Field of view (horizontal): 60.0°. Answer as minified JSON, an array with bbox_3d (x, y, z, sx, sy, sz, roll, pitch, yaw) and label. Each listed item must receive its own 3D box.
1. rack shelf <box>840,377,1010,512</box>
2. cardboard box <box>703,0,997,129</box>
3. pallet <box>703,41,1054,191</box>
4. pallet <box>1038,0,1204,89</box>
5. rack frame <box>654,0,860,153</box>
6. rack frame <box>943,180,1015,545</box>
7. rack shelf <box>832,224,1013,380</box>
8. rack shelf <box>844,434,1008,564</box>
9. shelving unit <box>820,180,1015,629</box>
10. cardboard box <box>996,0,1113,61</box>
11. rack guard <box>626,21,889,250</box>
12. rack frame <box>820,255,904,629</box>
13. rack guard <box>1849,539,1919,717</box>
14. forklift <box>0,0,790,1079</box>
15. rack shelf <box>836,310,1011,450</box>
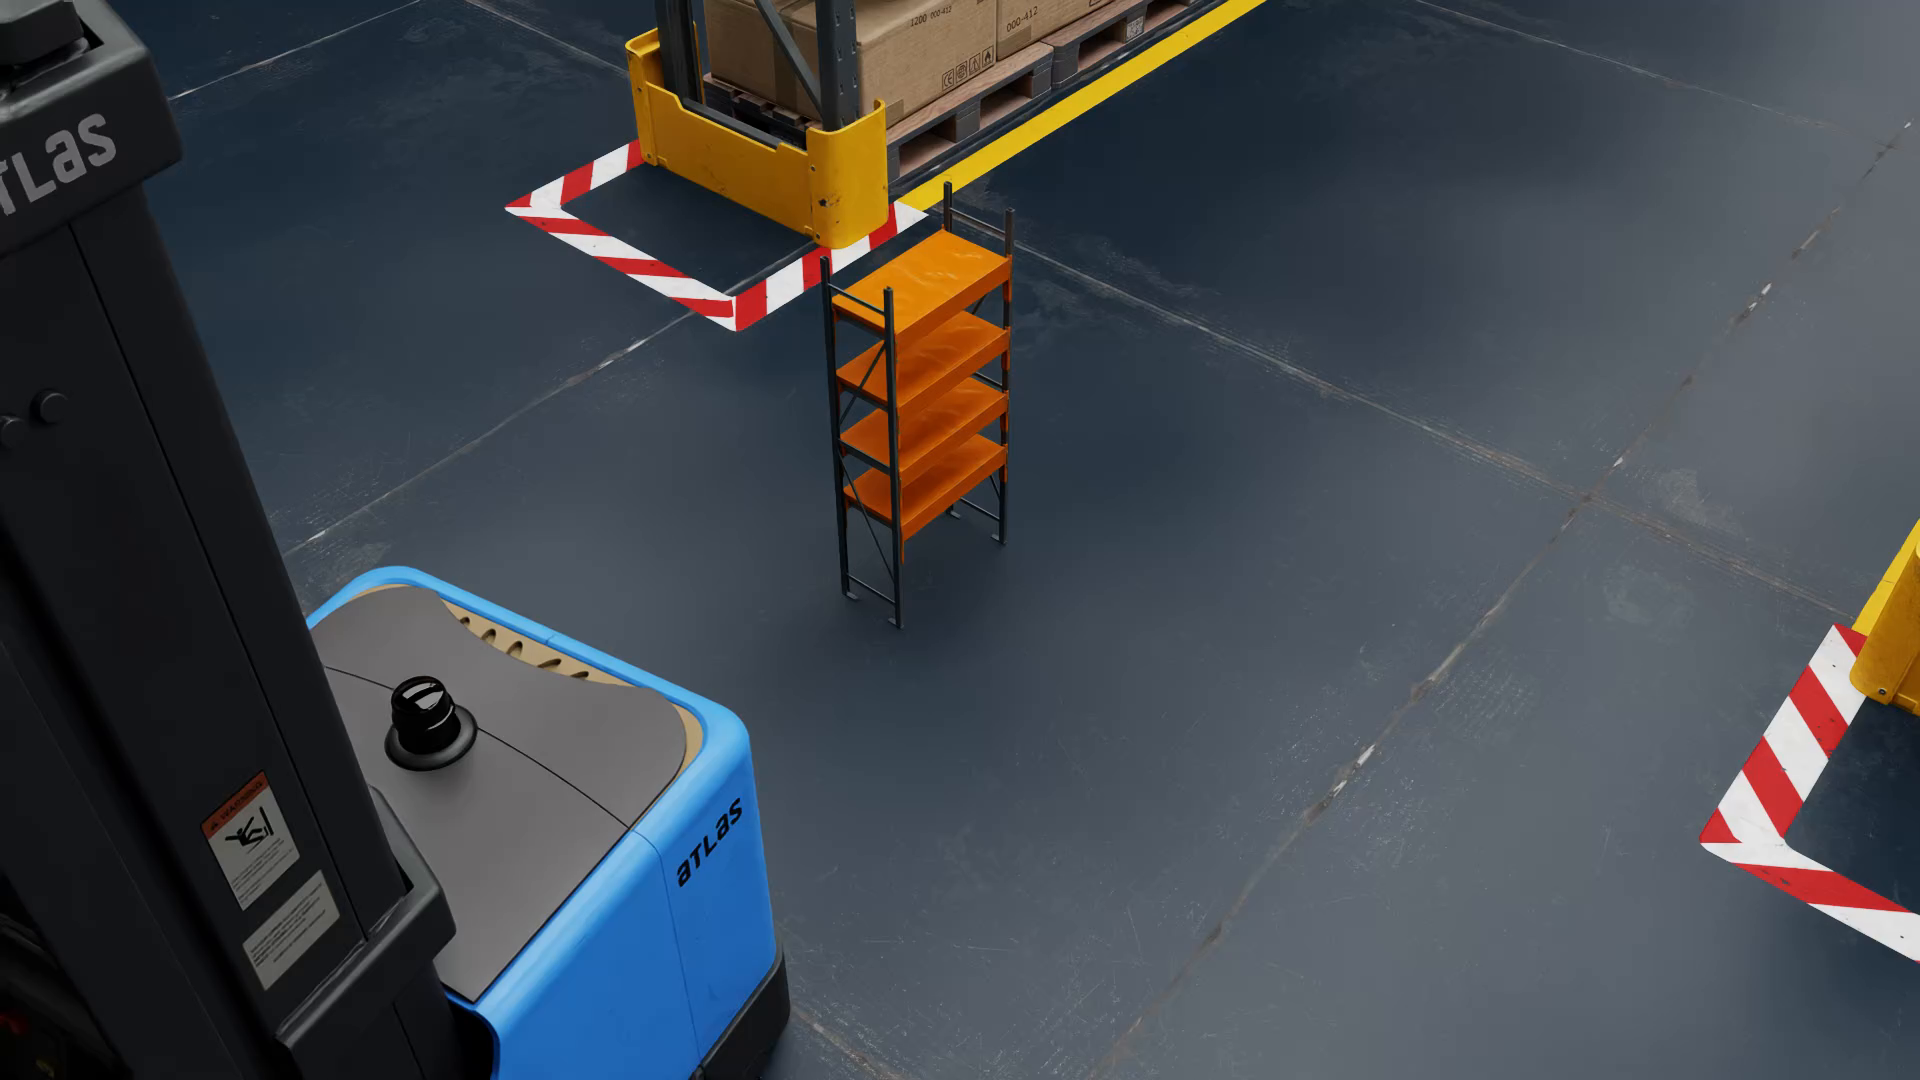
[{"bbox_3d":[-0.107,-0.309,4.798,0.258,0.148,0.480,29,50,28],"label":"rack shelf"},{"bbox_3d":[-0.453,-2.171,7.000,0.875,0.438,0.875,28,49,27],"label":"cardboard box"},{"bbox_3d":[-0.347,-1.994,7.286,1.003,0.211,1.213,29,50,28],"label":"pallet"},{"bbox_3d":[0.439,-2.619,7.974,1.003,0.211,1.213,29,50,28],"label":"pallet"},{"bbox_3d":[-0.801,-2.580,5.858,1.000,3.000,0.127,29,50,28],"label":"rack frame"},{"bbox_3d":[0.051,-0.484,4.891,0.240,1.200,0.015,29,50,28],"label":"rack frame"},{"bbox_3d":[-0.107,-0.649,4.488,0.258,0.148,0.480,29,50,28],"label":"rack shelf"},{"bbox_3d":[-0.107,-0.162,4.931,0.258,0.148,0.480,29,50,28],"label":"rack shelf"},{"bbox_3d":[-0.107,-0.359,4.753,0.258,1.200,0.503,29,50,28],"label":"shelving unit"},{"bbox_3d":[0.130,-2.646,7.522,0.875,0.438,0.875,31,51,29],"label":"cardboard box"},{"bbox_3d":[-0.817,-1.643,6.685,1.175,0.500,0.348,29,50,28],"label":"rack guard"},{"bbox_3d":[-0.264,-0.233,4.614,0.240,1.200,0.015,29,50,28],"label":"rack frame"},{"bbox_3d":[3.101,0.397,4.442,1.175,0.500,0.348,29,50,28],"label":"rack guard"},{"bbox_3d":[-1.562,0.766,2.229,1.130,2.935,3.031,21,46,21],"label":"forklift"},{"bbox_3d":[-0.107,-0.474,4.647,0.258,0.148,0.480,29,50,28],"label":"rack shelf"}]
